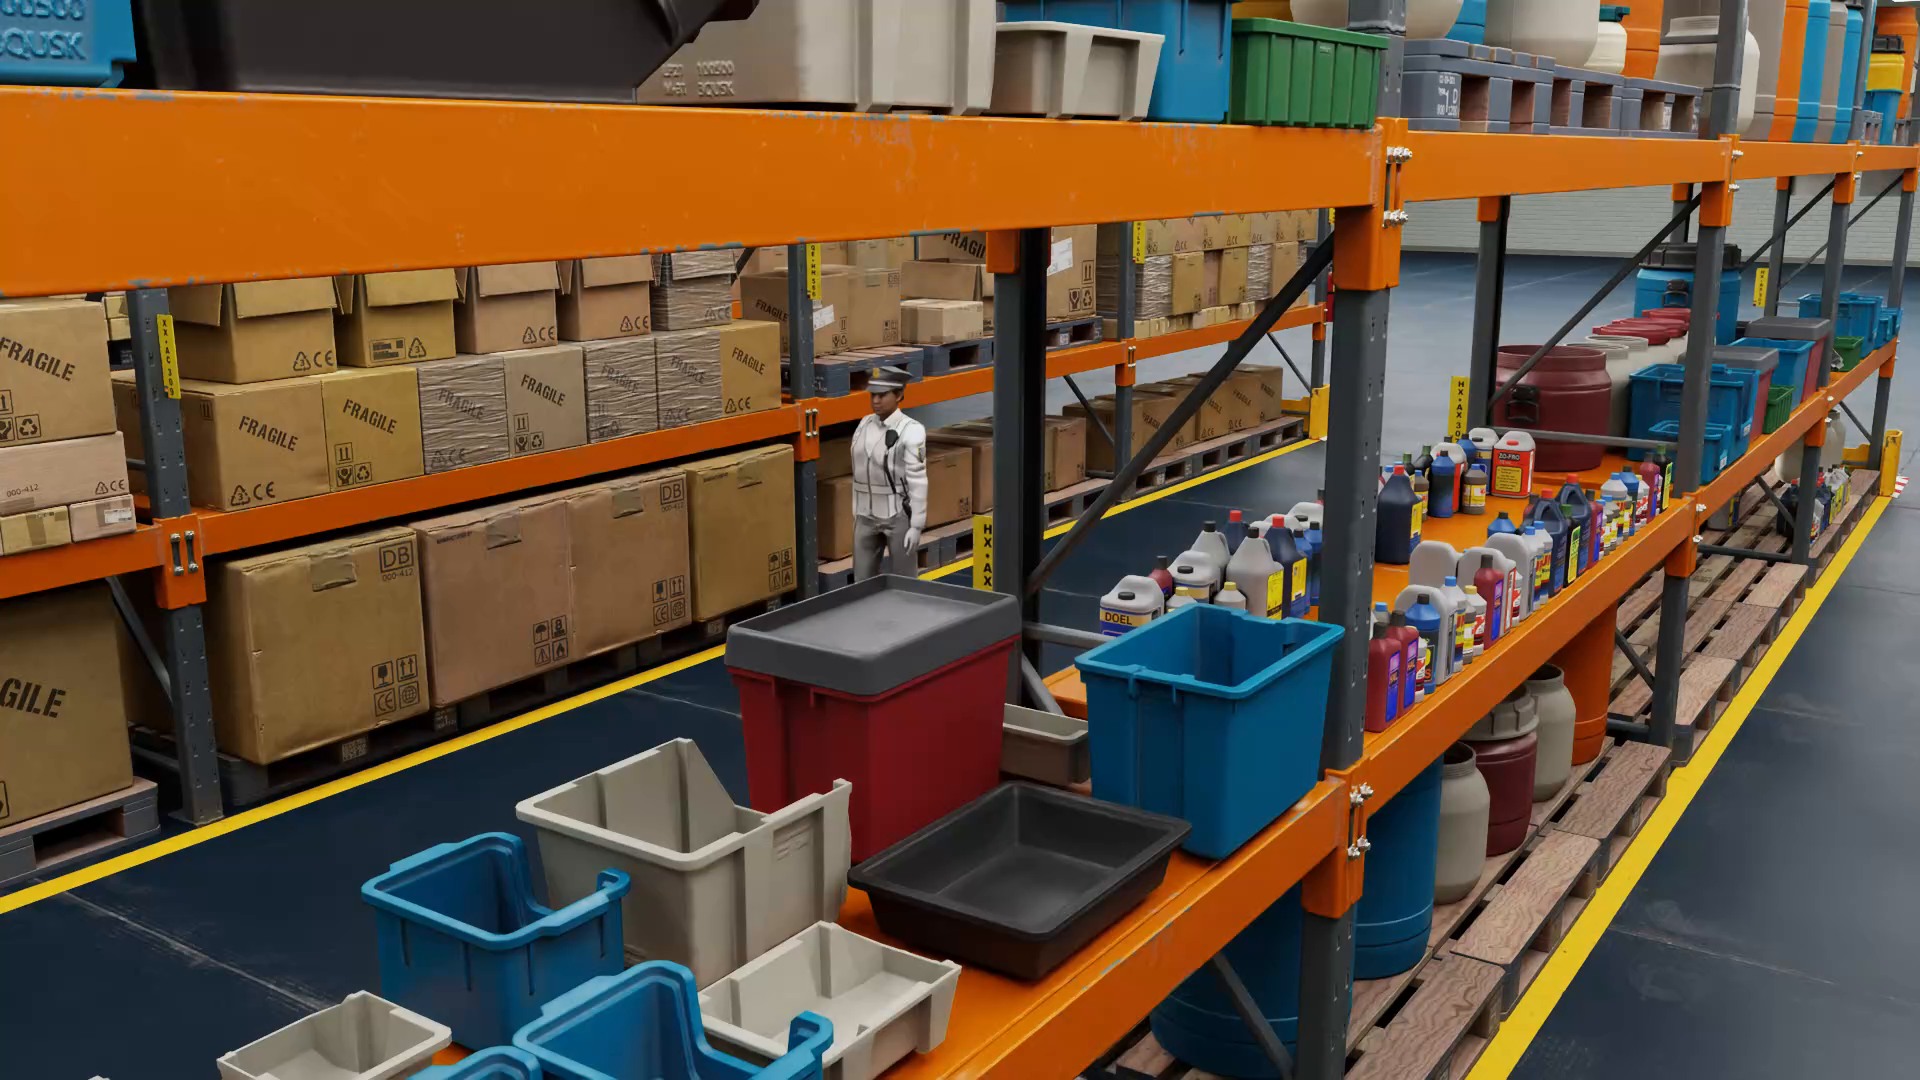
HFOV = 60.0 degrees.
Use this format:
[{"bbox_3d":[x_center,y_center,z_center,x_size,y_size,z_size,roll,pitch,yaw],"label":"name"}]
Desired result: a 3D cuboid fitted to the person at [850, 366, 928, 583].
[{"bbox_3d":[-0.404,-0.093,8.831,0.486,1.679,0.432,9,16,34],"label":"person"}]
